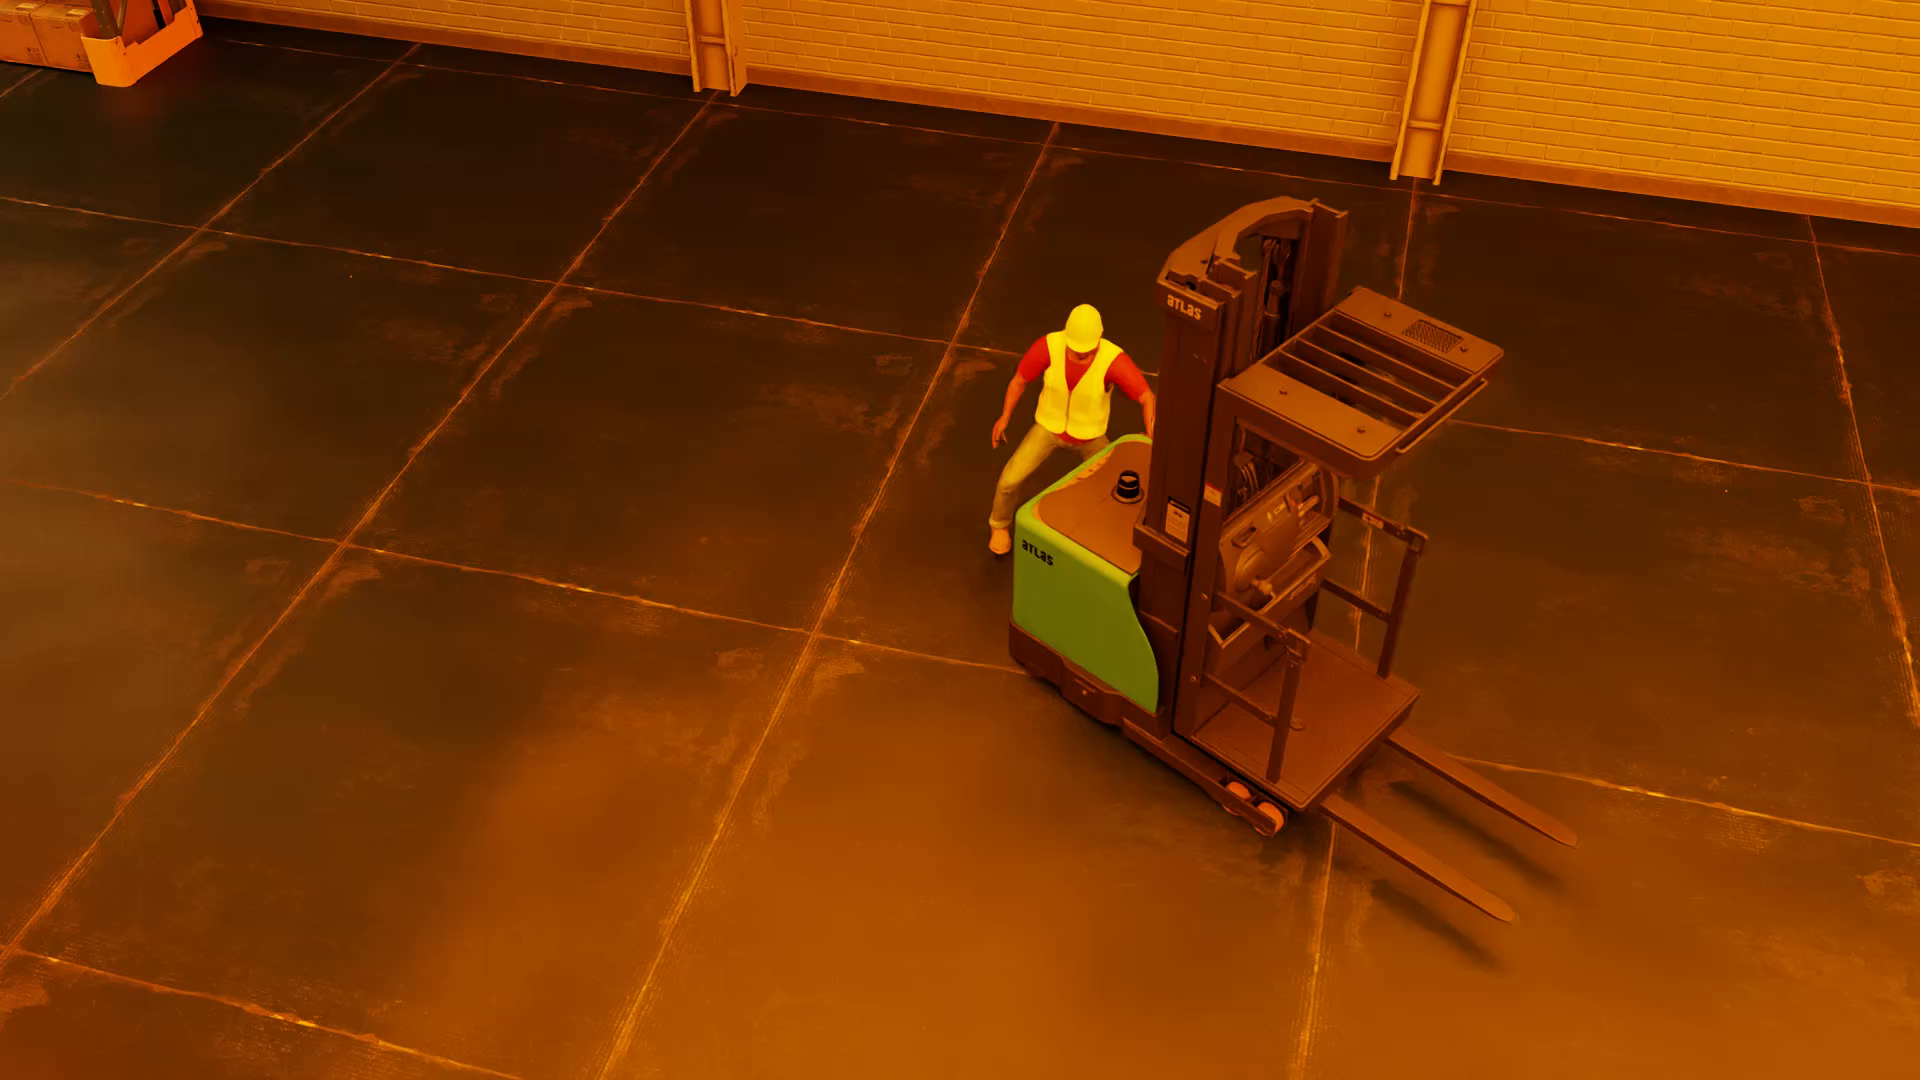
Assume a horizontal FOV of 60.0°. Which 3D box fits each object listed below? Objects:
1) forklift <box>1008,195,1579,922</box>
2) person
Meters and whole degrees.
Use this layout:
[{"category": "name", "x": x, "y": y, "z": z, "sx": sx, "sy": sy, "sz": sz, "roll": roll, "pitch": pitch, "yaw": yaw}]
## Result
[{"category": "forklift", "x": 1.685, "y": -0.006, "z": 7.868, "sx": 3.031, "sy": 2.935, "sz": 1.130, "roll": 32, "pitch": 50, "yaw": 31}, {"category": "person", "x": 0.707, "y": -0.632, "z": 9.612, "sx": 1.011, "sy": 1.632, "sz": 0.815, "roll": 10, "pitch": 42, "yaw": 12}]
